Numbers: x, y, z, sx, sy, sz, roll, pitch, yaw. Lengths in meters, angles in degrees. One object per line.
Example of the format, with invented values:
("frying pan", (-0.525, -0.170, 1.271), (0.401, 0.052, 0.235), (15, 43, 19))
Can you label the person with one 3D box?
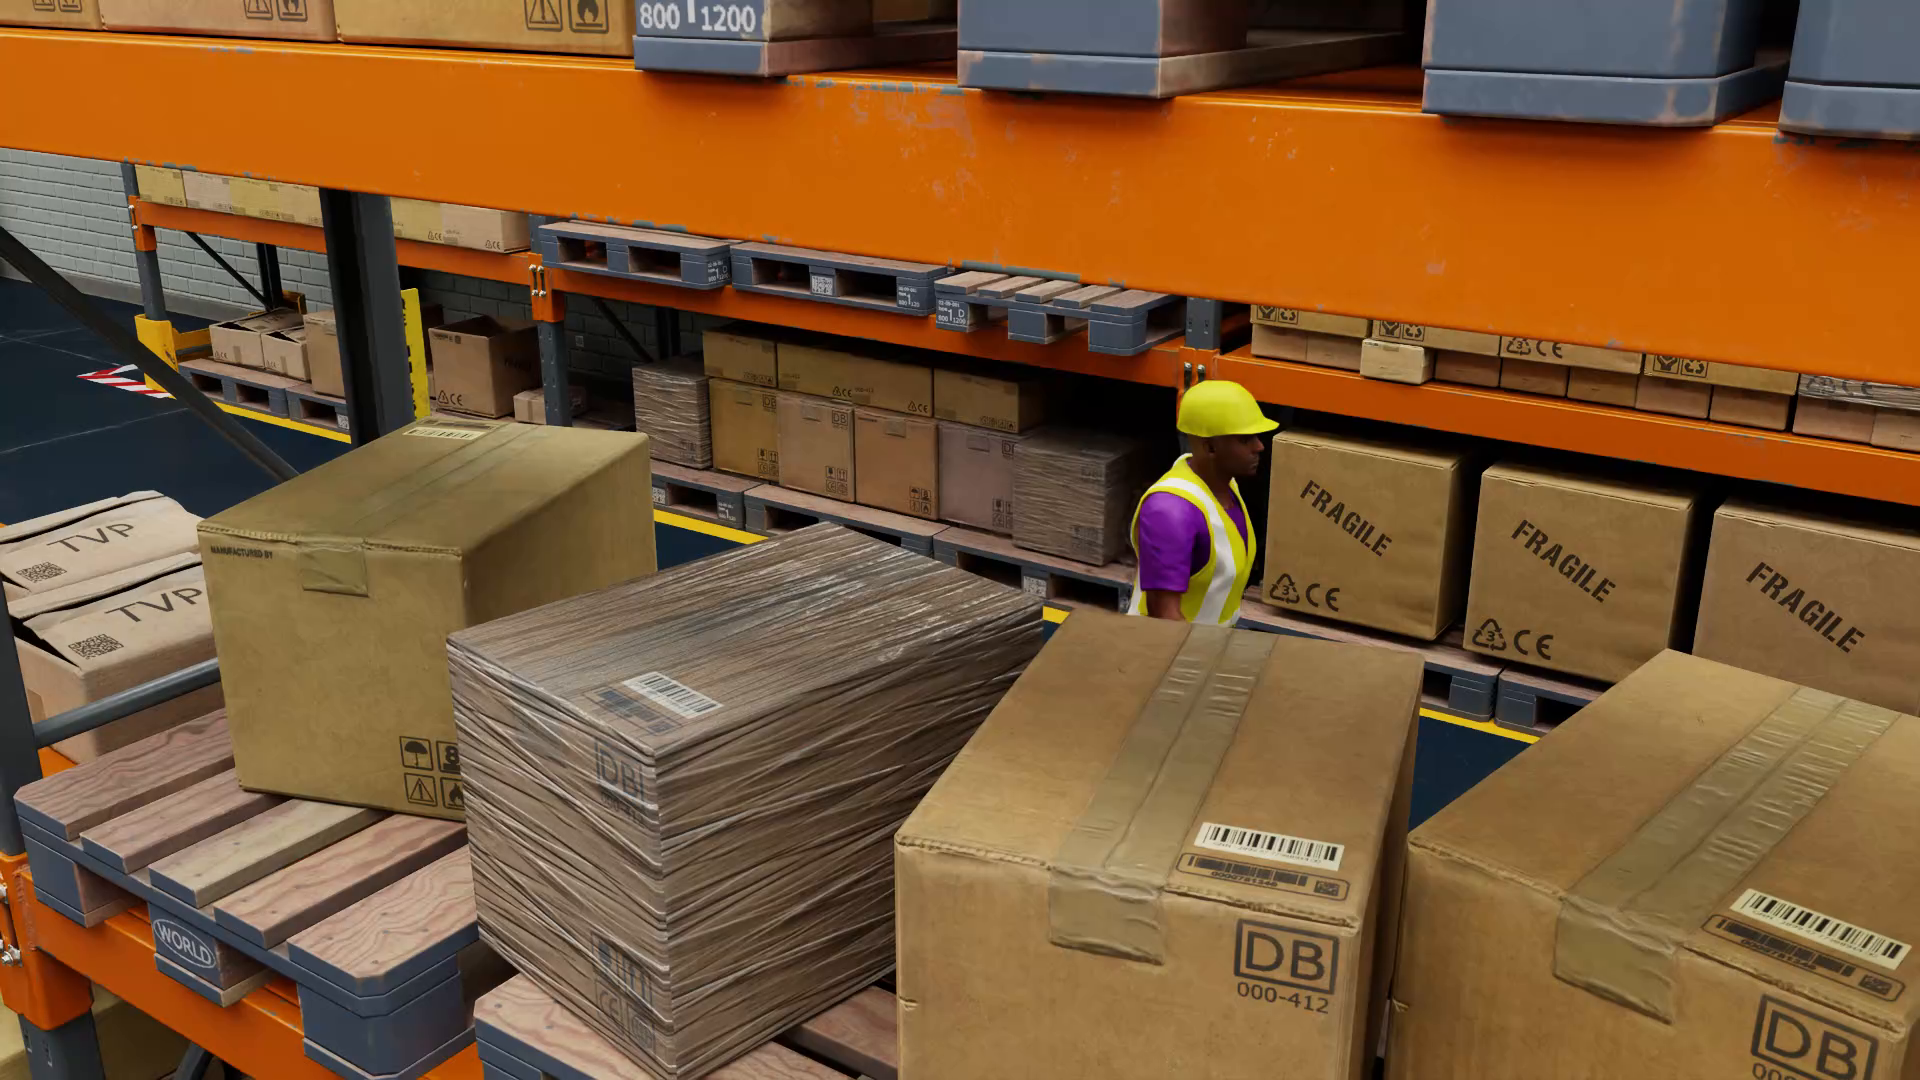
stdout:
("person", (0.657, 0.359, 5.048), (0.688, 1.747, 0.670), (9, 22, 25))
